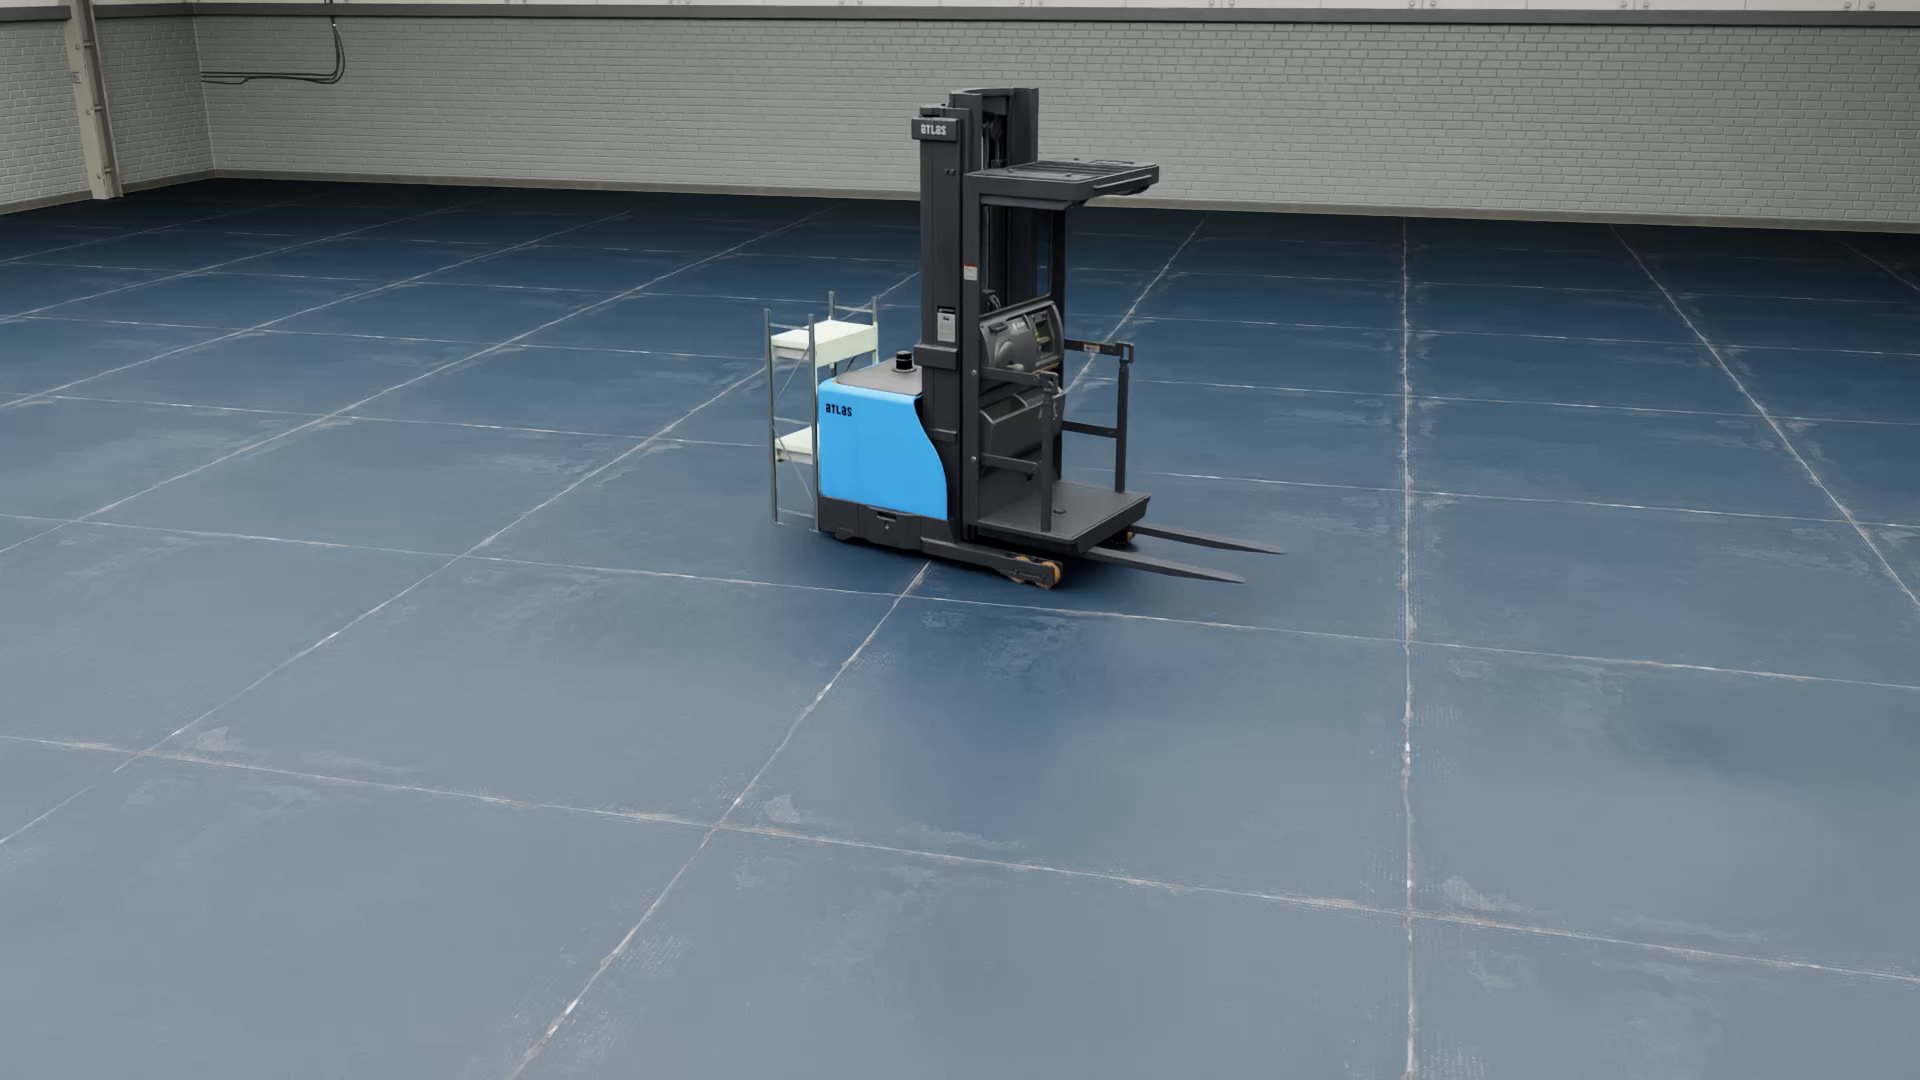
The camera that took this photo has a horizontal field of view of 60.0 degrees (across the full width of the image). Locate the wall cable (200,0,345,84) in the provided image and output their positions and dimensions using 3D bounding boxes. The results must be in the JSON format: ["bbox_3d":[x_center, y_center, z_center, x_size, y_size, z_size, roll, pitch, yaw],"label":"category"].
[{"bbox_3d":[-12.449,-9.414,29.630,3.097,2.526,0.112,5,19,13],"label":"wall cable"}]

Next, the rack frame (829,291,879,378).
[{"bbox_3d":[-0.741,-0.997,11.785,0.400,1.500,0.023,11,22,30],"label":"rack frame"}]

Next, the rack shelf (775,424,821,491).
[{"bbox_3d":[-0.935,-0.588,11.597,0.431,0.370,0.720,11,22,30],"label":"rack shelf"}]

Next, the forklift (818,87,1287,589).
[{"bbox_3d":[0.570,-1.281,10.404,3.031,2.935,1.130,12,22,31],"label":"forklift"}]

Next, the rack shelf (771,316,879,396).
[{"bbox_3d":[-0.935,-1.266,11.365,0.431,0.370,0.720,11,22,30],"label":"rack shelf"}]

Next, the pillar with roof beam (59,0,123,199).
[{"bbox_3d":[-10.276,-9.724,25.735,9.100,9.000,0.400,5,19,13],"label":"pillar with roof beam"}]

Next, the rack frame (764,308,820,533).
[{"bbox_3d":[-1.128,-0.796,11.197,0.400,1.500,0.023,11,22,30],"label":"rack frame"}]

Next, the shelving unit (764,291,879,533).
[{"bbox_3d":[-0.935,-0.896,11.491,0.431,1.500,0.755,11,22,30],"label":"shelving unit"}]
